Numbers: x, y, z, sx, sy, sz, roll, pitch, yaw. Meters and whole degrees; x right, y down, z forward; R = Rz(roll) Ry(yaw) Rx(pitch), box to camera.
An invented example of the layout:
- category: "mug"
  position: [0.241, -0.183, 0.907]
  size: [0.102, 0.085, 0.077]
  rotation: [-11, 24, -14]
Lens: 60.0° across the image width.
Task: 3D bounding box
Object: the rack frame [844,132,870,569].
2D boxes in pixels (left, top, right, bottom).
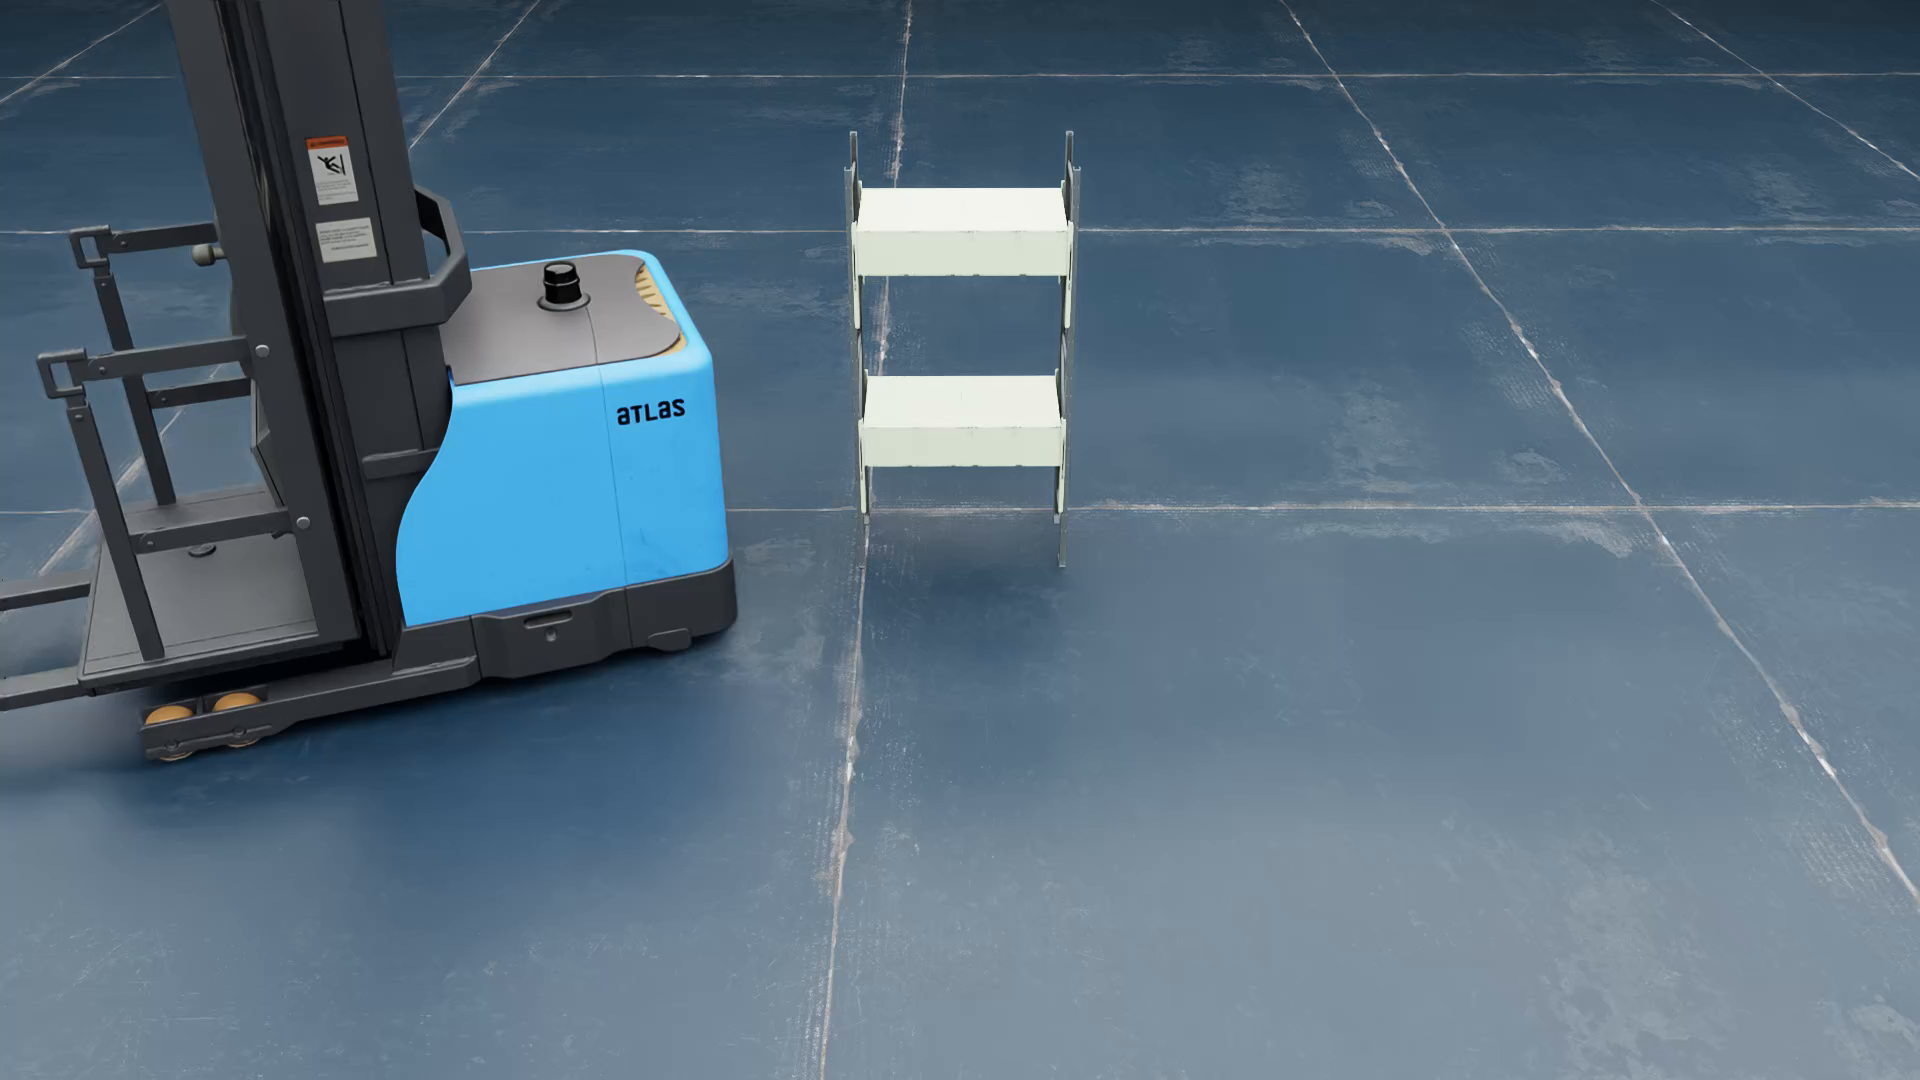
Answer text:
- category: "rack frame"
  position: [-0.359, -0.640, 5.859]
  size: [0.023, 1.500, 0.400]
  rotation: [0, 31, 0]

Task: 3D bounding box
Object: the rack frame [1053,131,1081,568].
- category: "rack frame"
  position: [0.373, -0.642, 5.863]
  size: [0.023, 1.500, 0.400]
  rotation: [0, 31, 0]

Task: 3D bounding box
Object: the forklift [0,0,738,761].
- category: "forklift"
  position: [-2.333, -0.883, 4.880]
  size: [3.031, 2.935, 1.130]
  rotation: [-11, 33, -17]

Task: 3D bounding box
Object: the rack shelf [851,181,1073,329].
- category: "rack shelf"
  position: [0.007, -0.975, 5.659]
  size: [0.720, 0.370, 0.431]
  rotation: [0, 31, 0]

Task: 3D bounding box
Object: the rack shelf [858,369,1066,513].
- category: "rack shelf"
  position: [0.007, -0.363, 6.030]
  size: [0.720, 0.370, 0.431]
  rotation: [0, 31, 0]

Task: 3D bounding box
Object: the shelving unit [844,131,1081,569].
- category: "shelving unit"
  position: [0.007, -0.641, 5.861]
  size: [0.755, 1.500, 0.431]
  rotation: [0, 31, 0]
